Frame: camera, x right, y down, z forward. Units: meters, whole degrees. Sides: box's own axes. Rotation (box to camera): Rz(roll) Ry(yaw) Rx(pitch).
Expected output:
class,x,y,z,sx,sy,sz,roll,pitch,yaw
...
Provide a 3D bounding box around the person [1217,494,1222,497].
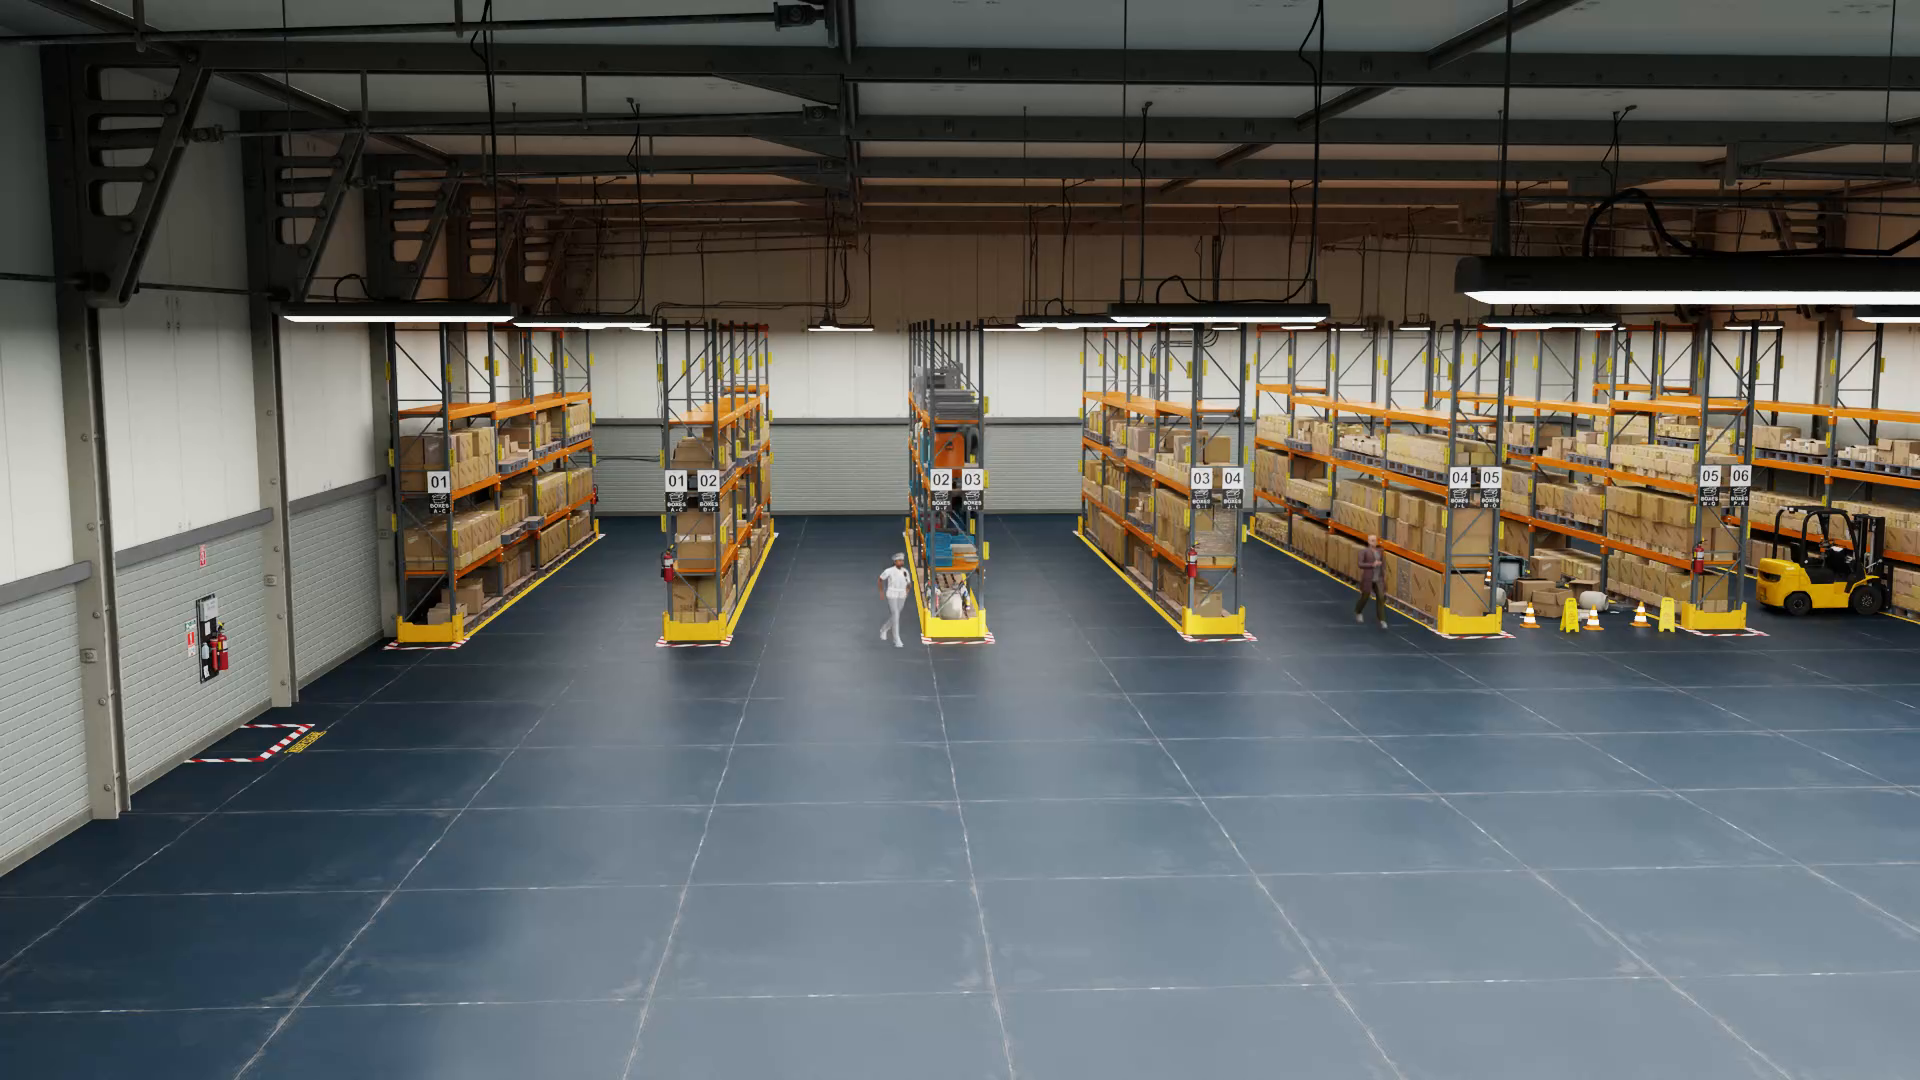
class,x,y,z,sx,sy,sz,roll,pitch,yaw
person,7.291,-0.911,46.604,0.731,1.756,0.881,1,7,6

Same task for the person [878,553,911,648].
class,x,y,z,sx,sy,sz,roll,pitch,yaw
person,-1.169,1.088,30.816,0.598,1.690,0.857,-4,8,-31

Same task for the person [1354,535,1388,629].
class,x,y,z,sx,sy,sz,roll,pitch,yaw
person,8.079,0.790,32.626,0.693,1.793,1.025,-2,7,-15
